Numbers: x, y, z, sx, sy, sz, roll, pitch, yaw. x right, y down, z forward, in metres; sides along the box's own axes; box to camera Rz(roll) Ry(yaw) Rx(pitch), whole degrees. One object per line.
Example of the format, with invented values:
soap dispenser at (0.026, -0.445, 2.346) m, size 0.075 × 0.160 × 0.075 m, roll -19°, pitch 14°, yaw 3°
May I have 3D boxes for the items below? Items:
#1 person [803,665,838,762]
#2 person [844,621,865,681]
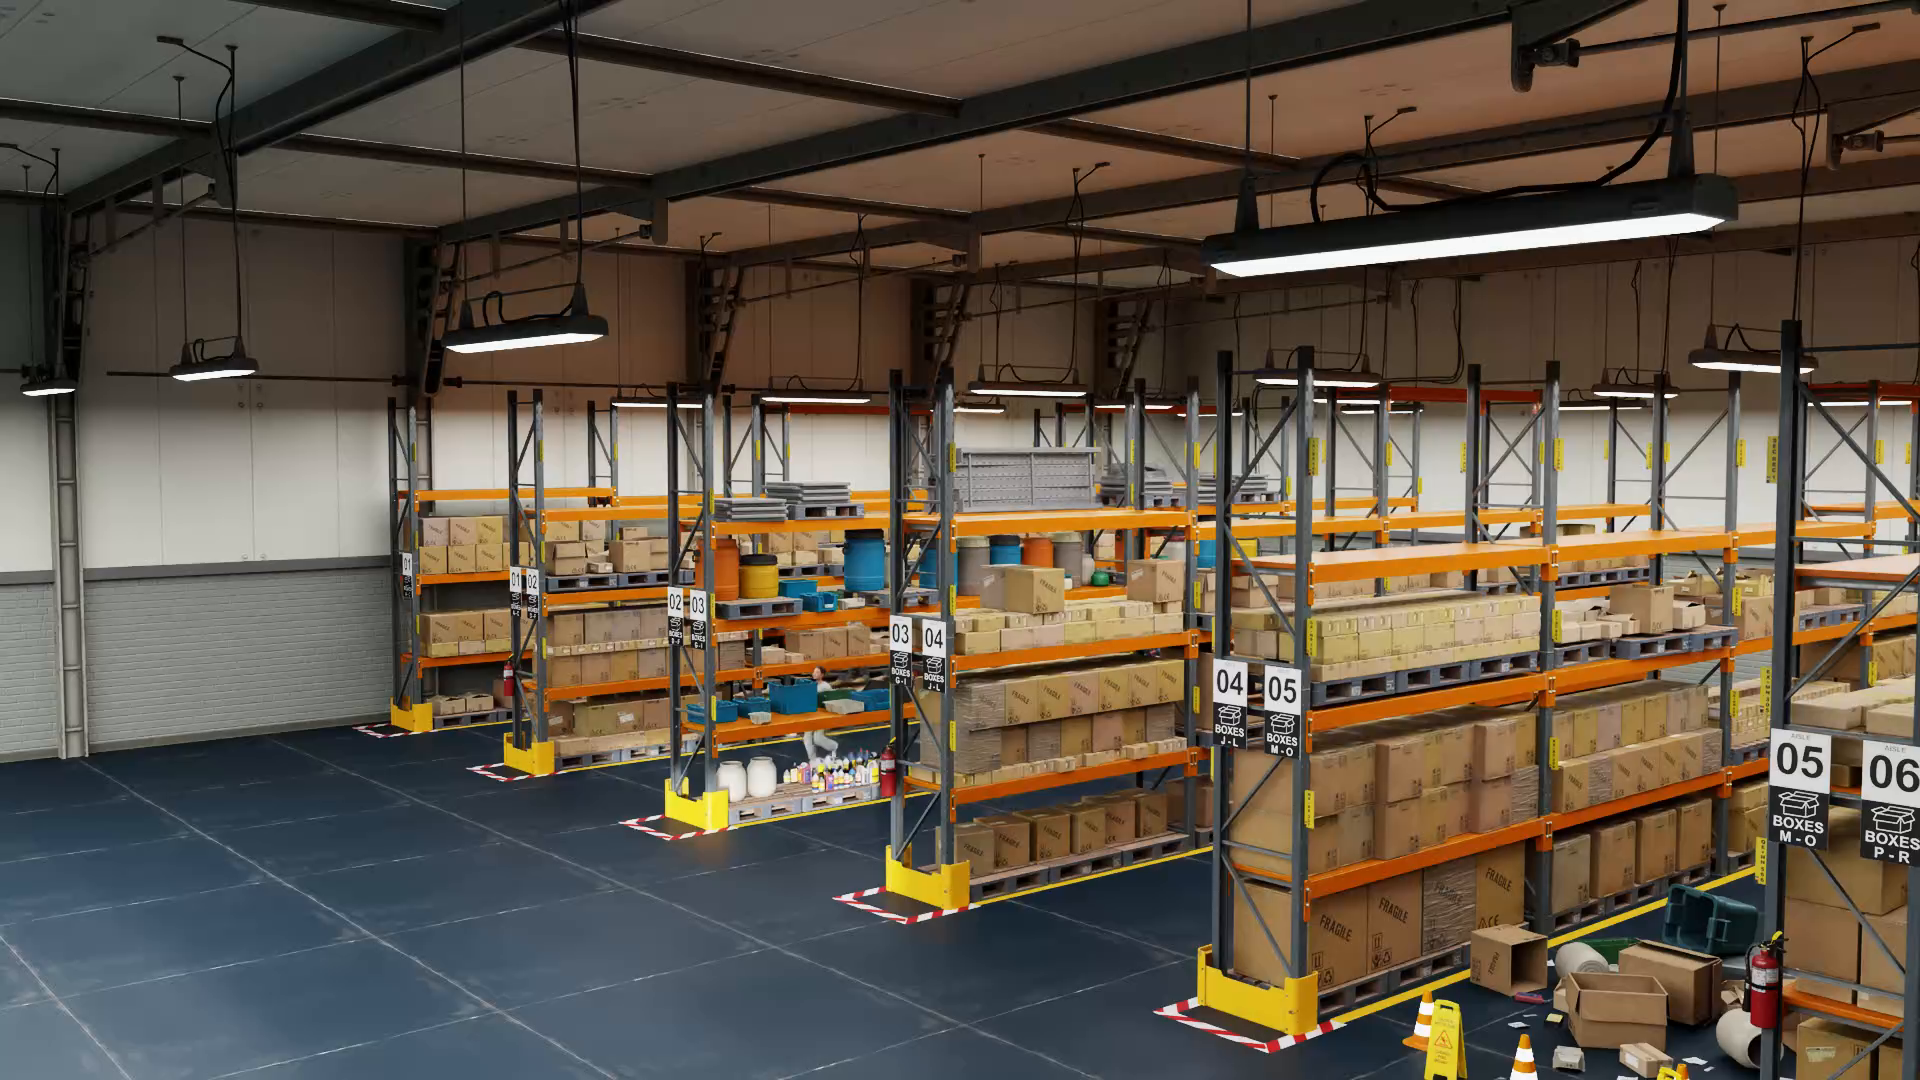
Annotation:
person at (-2.244, 2.803, 26.505) m, size 0.565 × 1.621 × 0.646 m, roll 3°, pitch 4°, yaw 37°
person at (-2.106, 2.171, 32.404) m, size 0.673 × 1.656 × 0.520 m, roll -3°, pitch 4°, yaw -41°
